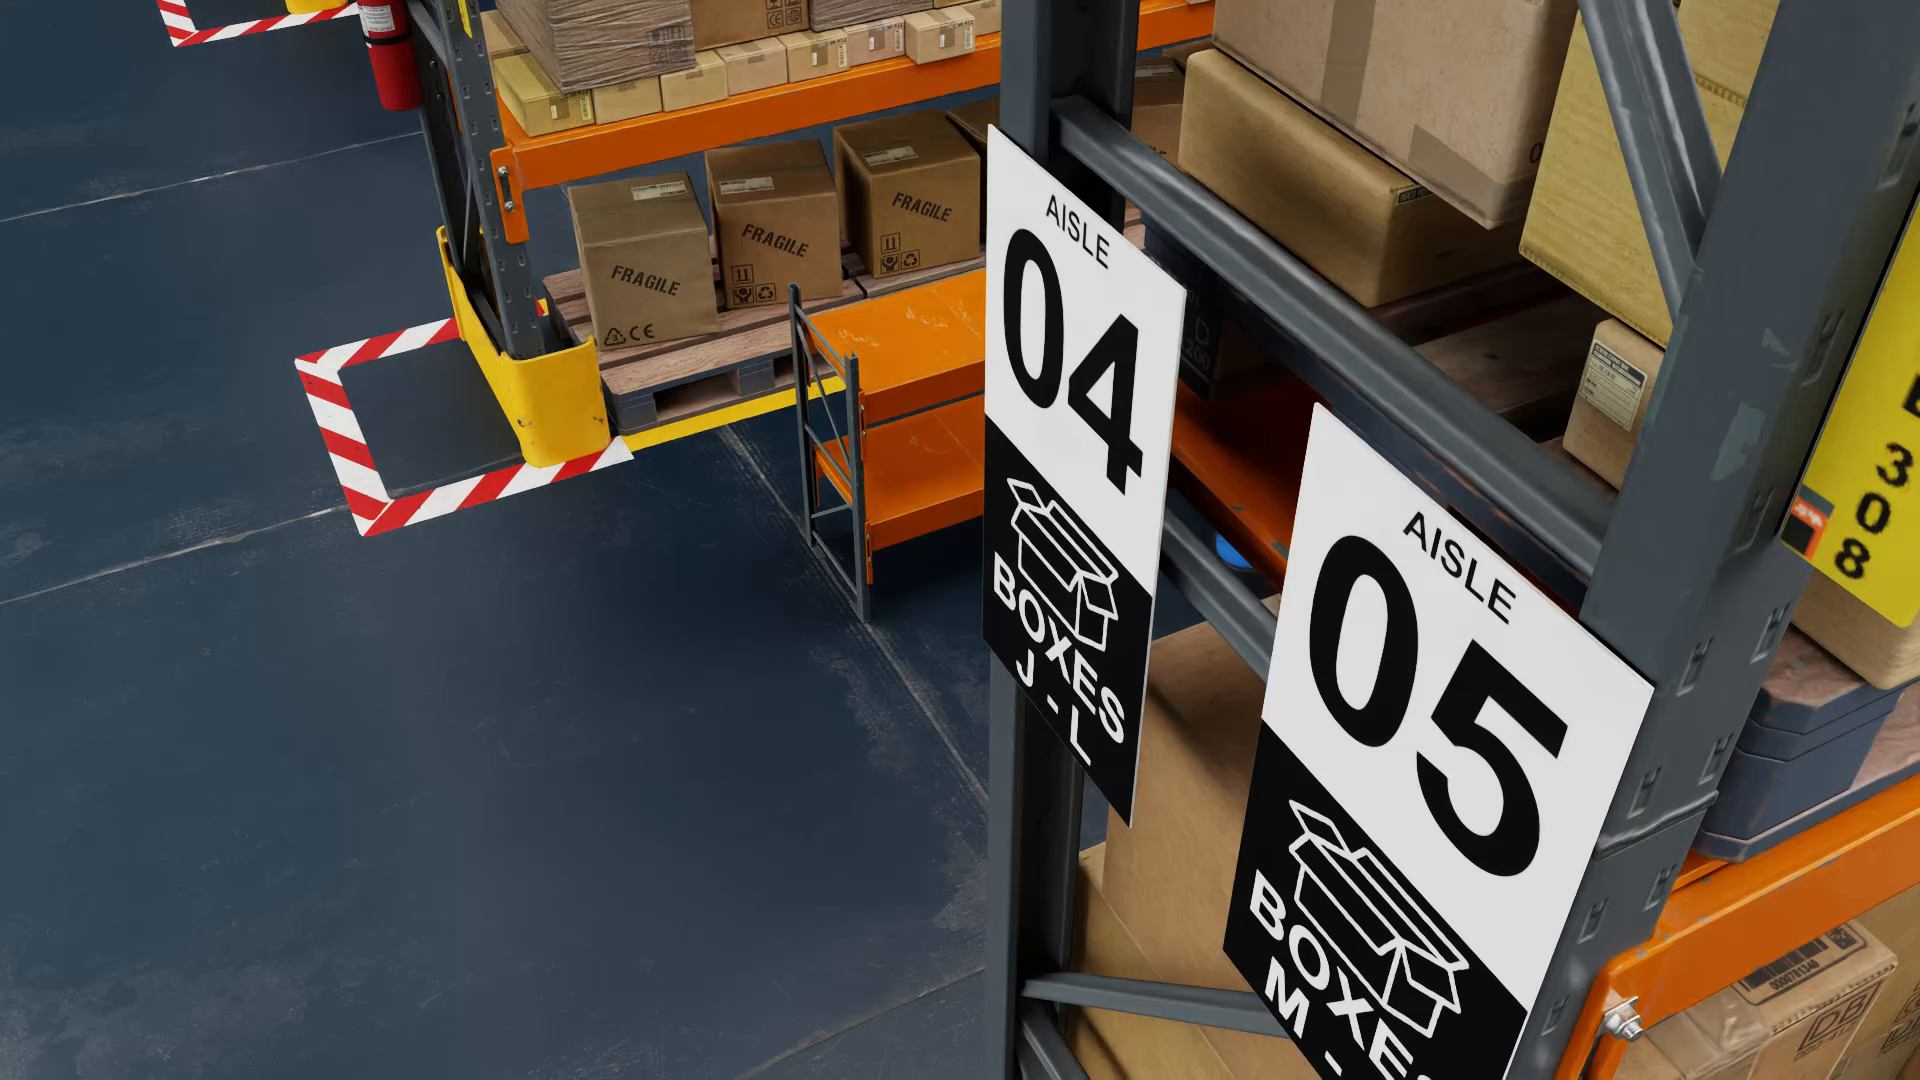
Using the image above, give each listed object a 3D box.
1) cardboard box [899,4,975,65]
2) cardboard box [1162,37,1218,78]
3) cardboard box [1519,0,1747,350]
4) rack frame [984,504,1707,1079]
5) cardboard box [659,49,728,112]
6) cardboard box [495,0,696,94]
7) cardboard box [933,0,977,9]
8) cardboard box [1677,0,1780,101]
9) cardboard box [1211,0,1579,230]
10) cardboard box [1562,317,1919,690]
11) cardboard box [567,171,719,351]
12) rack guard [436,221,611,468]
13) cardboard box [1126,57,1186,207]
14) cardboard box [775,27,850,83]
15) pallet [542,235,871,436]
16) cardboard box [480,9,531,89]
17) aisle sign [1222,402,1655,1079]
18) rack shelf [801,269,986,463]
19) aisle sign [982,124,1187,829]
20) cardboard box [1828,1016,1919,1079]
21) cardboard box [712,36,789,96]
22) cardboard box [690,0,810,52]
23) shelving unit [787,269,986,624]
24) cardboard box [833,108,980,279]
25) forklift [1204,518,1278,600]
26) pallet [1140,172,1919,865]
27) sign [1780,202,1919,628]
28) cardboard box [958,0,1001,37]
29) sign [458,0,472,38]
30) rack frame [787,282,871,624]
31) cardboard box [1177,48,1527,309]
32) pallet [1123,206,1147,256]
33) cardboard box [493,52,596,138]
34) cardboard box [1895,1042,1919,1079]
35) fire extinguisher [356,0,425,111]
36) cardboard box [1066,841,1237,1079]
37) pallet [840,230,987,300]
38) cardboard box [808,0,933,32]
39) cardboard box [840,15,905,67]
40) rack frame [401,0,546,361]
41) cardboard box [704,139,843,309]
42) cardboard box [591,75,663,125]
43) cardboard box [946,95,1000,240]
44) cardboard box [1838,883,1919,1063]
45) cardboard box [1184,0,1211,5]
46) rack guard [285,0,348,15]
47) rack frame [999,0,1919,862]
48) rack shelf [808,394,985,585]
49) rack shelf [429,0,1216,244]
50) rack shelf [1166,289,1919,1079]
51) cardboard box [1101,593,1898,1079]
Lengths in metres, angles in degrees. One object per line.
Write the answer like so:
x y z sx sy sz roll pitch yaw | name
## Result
-0.138 -2.024 6.514 0.250 0.149 0.380 -19 44 -21 | cardboard box
1.298 -2.083 7.999 0.500 0.500 0.500 -20 44 -22 | cardboard box
0.872 -0.304 1.449 0.500 0.250 0.500 -19 44 -21 | cardboard box
0.326 1.093 2.637 0.127 3.000 1.000 -19 44 -21 | rack frame
-1.054 -1.762 6.204 0.250 0.149 0.380 -19 44 -21 | cardboard box
-1.376 -2.080 6.077 0.500 0.500 0.875 -19 44 -21 | cardboard box
-0.075 -2.564 6.650 0.500 0.500 0.875 -19 44 -21 | cardboard box
0.769 -0.376 1.226 0.250 0.149 0.380 -18 43 -20 | cardboard box
0.631 -0.613 1.814 0.500 0.250 0.500 -18 43 -20 | cardboard box
0.778 -0.073 1.485 0.250 0.149 0.380 -18 44 -20 | cardboard box
-1.314 -1.162 6.911 0.500 0.500 0.500 -11 41 -13 | cardboard box
-1.809 -0.848 6.865 0.348 0.500 1.175 -19 44 -21 | rack guard
0.794 -1.908 7.792 0.500 0.500 0.500 -6 41 -7 | cardboard box
-0.617 -1.919 6.389 0.250 0.149 0.380 -19 44 -21 | cardboard box
-1.072 -0.960 7.221 1.213 0.211 1.003 -19 44 -21 | pallet
-1.719 -1.887 6.352 0.250 0.149 0.380 -19 44 -21 | cardboard box
0.401 0.294 1.569 0.004 0.787 0.394 -19 44 -21 | aisle sign
0.006 -0.655 5.700 1.000 0.278 0.538 -19 44 -21 | rack shelf
0.124 -0.050 1.975 0.004 0.787 0.394 -19 44 -21 | aisle sign
1.111 0.722 2.959 0.550 0.550 0.875 -19 44 -21 | cardboard box
-0.842 -1.848 6.306 0.250 0.149 0.380 -19 44 -21 | cardboard box
-0.987 -2.297 6.335 0.500 0.500 0.875 -19 44 -21 | cardboard box
0.006 -0.431 5.889 1.048 1.125 0.538 -19 44 -21 | shelving unit
-0.236 -1.536 7.353 0.500 0.500 0.500 -15 42 -17 | cardboard box
2.418 -1.028 5.196 3.031 2.935 1.130 3 40 4 | forklift
0.979 -0.246 1.965 1.213 0.211 1.003 -19 44 -21 | pallet
0.577 -0.096 0.982 0.005 0.325 0.100 -19 44 -21 | sign
0.023 -2.175 6.692 0.250 0.149 0.380 -19 44 -21 | cardboard box
-1.625 -1.799 5.384 0.005 0.325 0.100 -19 44 -21 | sign
-0.445 -0.280 5.710 0.032 1.125 0.500 -19 44 -21 | rack frame
0.464 -0.448 1.928 0.250 0.149 0.380 -19 44 -21 | cardboard box
1.092 -1.688 8.081 1.213 0.211 1.003 -19 44 -21 | pallet
-1.513 -1.632 6.051 0.250 0.149 0.380 -19 44 -21 | cardboard box
1.666 0.627 3.071 0.550 0.550 0.875 -19 44 -21 | cardboard box
-2.190 -1.980 6.327 0.183 0.674 0.296 -19 44 -21 | fire extinguisher
0.634 0.899 2.750 0.550 0.550 0.875 -19 44 -21 | cardboard box
0.009 -1.322 7.648 1.213 0.211 1.003 -19 44 -21 | pallet
-0.524 -2.422 6.482 0.500 0.500 0.875 -19 44 -21 | cardboard box
-0.408 -2.009 6.496 0.250 0.149 0.380 -19 44 -21 | cardboard box
-1.876 -1.779 6.030 0.127 3.000 1.000 -19 44 -21 | rack frame
-0.800 -1.360 7.145 0.500 0.500 0.500 -8 41 -9 | cardboard box
-1.283 -1.696 6.126 0.250 0.149 0.380 -19 44 -21 | cardboard box
0.280 -1.677 7.520 0.500 0.500 0.500 -22 45 -24 | cardboard box
1.118 0.318 2.601 0.550 0.550 0.875 -19 44 -21 | cardboard box
0.971 -2.397 6.954 0.250 0.149 0.380 -19 44 -21 | cardboard box
-4.118 -3.713 10.250 0.348 0.500 1.175 -19 44 -21 | rack guard
0.326 -1.197 0.699 0.127 3.000 1.000 -19 44 -21 | rack frame
0.006 -0.245 6.047 1.000 0.278 0.538 -19 44 -21 | rack shelf
-0.102 -2.102 6.968 4.000 0.370 1.077 -19 44 -21 | rack shelf
2.099 -0.374 2.606 4.000 0.370 1.077 -19 44 -21 | rack shelf
0.672 0.535 2.344 0.550 0.550 0.875 -19 44 -21 | cardboard box
